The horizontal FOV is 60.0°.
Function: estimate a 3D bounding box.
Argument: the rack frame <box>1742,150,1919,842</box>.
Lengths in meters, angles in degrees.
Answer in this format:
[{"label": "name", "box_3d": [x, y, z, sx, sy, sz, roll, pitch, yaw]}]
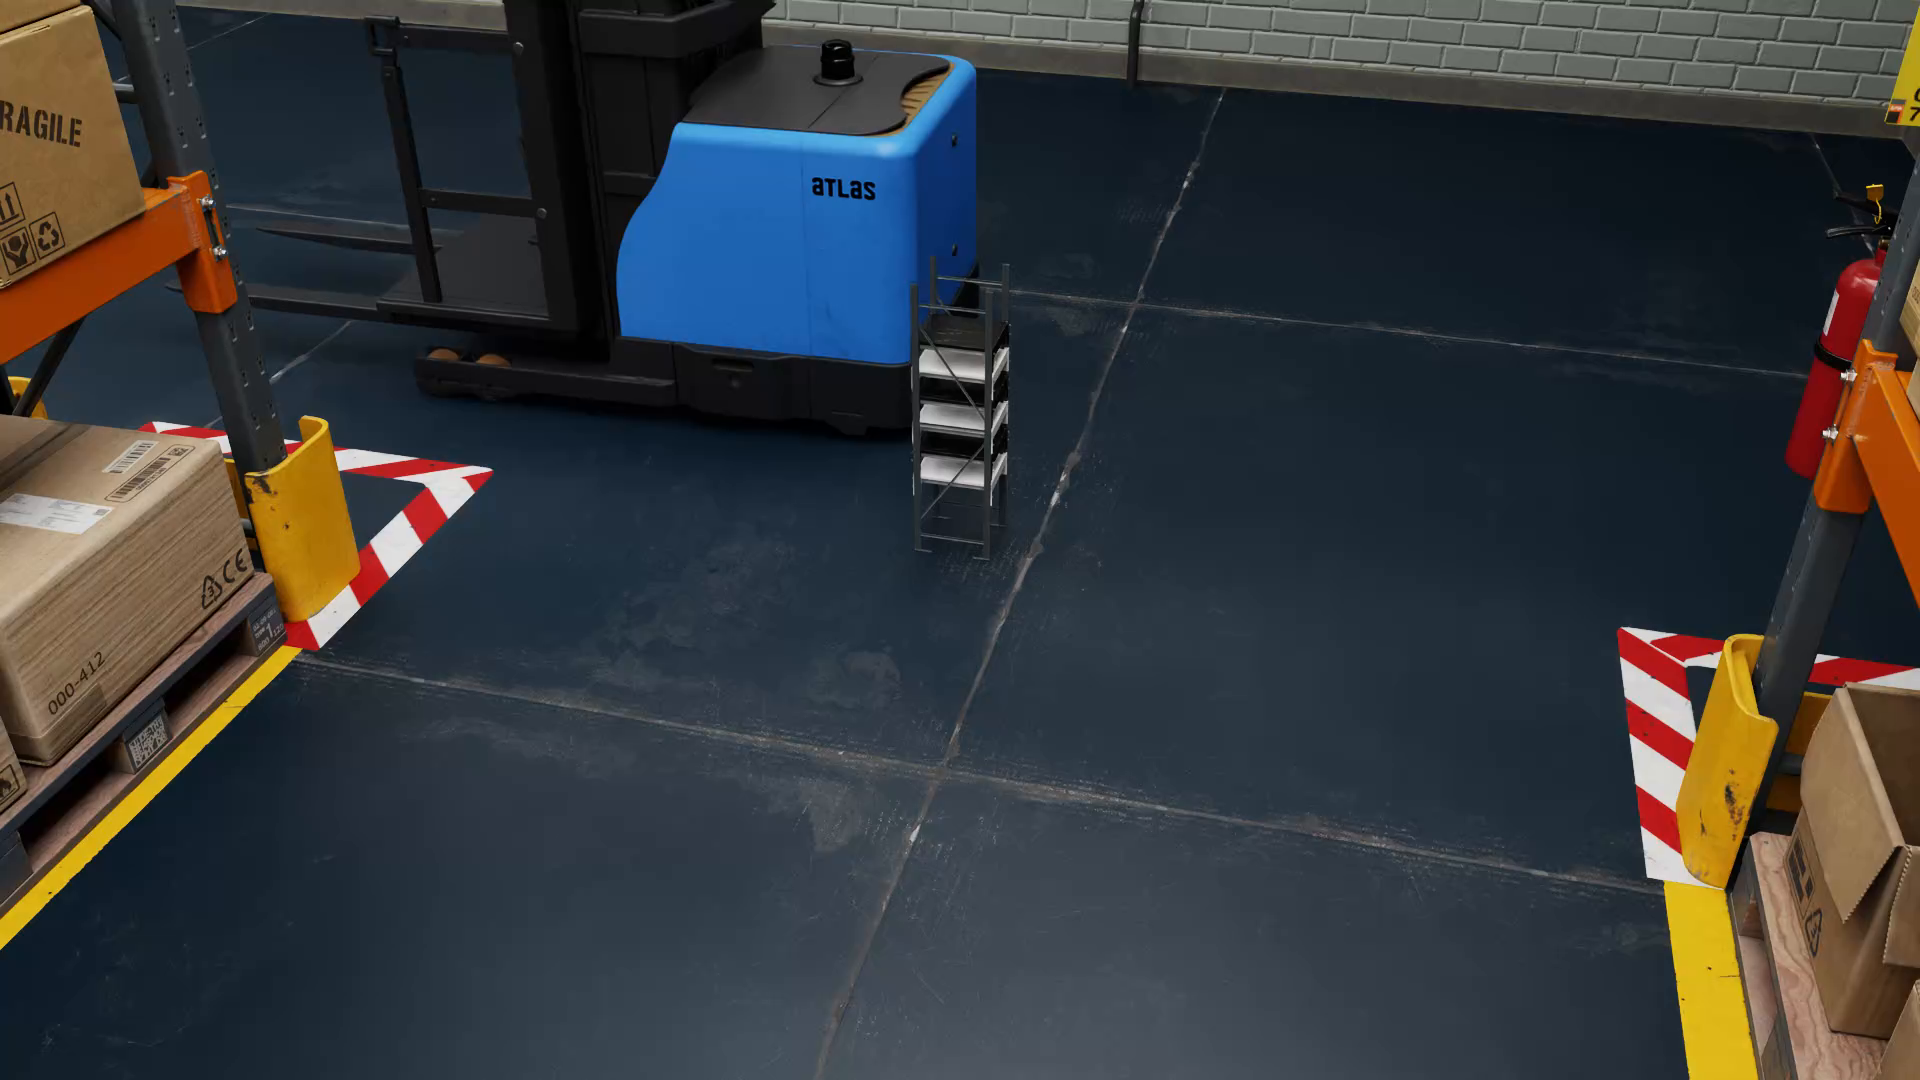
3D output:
[{"label": "rack frame", "box_3d": [2.363, -0.498, 3.238, 1.000, 3.000, 0.127, 8, 33, 12]}]

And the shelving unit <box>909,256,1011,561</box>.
[{"label": "shelving unit", "box_3d": [0.002, -0.384, 5.015, 0.258, 0.900, 0.210, 8, 33, 12]}]

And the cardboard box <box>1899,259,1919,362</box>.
[{"label": "cardboard box", "box_3d": [1.987, -0.362, 2.886, 0.500, 0.250, 0.500, 8, 33, 13]}]

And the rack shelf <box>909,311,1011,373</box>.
[{"label": "rack shelf", "box_3d": [0.002, -0.584, 4.888, 0.258, 0.077, 0.200, 8, 33, 12]}]

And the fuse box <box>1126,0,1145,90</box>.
[{"label": "fuse box", "box_3d": [0.964, -3.196, 8.683, 0.539, 1.711, 0.414, 8, 33, 12]}]

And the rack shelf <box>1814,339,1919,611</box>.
[{"label": "rack shelf", "box_3d": [1.855, 0.843, 1.799, 1.077, 0.370, 4.000, 8, 33, 12]}]

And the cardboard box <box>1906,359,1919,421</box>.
[{"label": "cardboard box", "box_3d": [2.014, -0.259, 3.096, 0.380, 0.149, 0.250, 8, 33, 12]}]

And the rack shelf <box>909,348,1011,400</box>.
[{"label": "rack shelf", "box_3d": [0.002, -0.508, 4.937, 0.258, 0.077, 0.200, 8, 33, 12]}]

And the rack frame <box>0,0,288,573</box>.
[{"label": "rack frame", "box_3d": [-2.439, -1.172, 4.298, 1.000, 3.000, 0.127, 8, 33, 12]}]

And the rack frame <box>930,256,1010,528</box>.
[{"label": "rack frame", "box_3d": [0.028, -0.437, 5.098, 0.240, 0.900, 0.006, 8, 33, 12]}]

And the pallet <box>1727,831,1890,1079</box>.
[{"label": "pallet", "box_3d": [2.142, 1.132, 3.273, 1.003, 0.211, 1.213, 8, 33, 12]}]

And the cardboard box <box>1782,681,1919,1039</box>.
[{"label": "cardboard box", "box_3d": [2.116, 0.682, 3.316, 0.797, 0.503, 0.637, 7, 33, 10]}]

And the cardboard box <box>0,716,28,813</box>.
[{"label": "cardboard box", "box_3d": [-2.734, 0.564, 3.564, 0.875, 0.438, 0.875, 9, 34, 14]}]

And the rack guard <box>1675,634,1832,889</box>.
[{"label": "rack guard", "box_3d": [2.344, 0.596, 3.847, 1.175, 0.500, 0.348, 8, 33, 12]}]

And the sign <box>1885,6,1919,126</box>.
[{"label": "sign", "box_3d": [1.838, -0.938, 3.122, 0.100, 0.325, 0.005, 8, 33, 12]}]

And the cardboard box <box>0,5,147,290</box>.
[{"label": "cardboard box", "box_3d": [-2.306, -0.928, 3.821, 0.500, 0.500, 0.500, 8, 33, 13]}]

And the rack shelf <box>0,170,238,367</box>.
[{"label": "rack shelf", "box_3d": [-2.947, 0.169, 2.859, 1.077, 0.370, 4.000, 8, 33, 12]}]

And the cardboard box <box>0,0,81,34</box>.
[{"label": "cardboard box", "box_3d": [-2.331, -1.354, 3.559, 0.500, 0.500, 0.500, 9, 34, 14]}]

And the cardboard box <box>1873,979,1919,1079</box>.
[{"label": "cardboard box", "box_3d": [1.861, 1.122, 2.628, 0.700, 0.500, 0.500, 9, 34, 14]}]

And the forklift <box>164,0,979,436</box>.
[{"label": "forklift", "box_3d": [-1.500, -2.007, 5.675, 3.031, 2.935, 1.130, 7, 33, 11]}]

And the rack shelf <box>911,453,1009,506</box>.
[{"label": "rack shelf", "box_3d": [0.002, -0.204, 5.130, 0.258, 0.077, 0.200, 8, 33, 12]}]

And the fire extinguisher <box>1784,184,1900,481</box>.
[{"label": "fire extinguisher", "box_3d": [1.953, -0.448, 3.578, 0.296, 0.674, 0.183, 8, 33, 12]}]

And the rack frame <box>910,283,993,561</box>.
[{"label": "rack frame", "box_3d": [-0.024, -0.331, 4.932, 0.240, 0.900, 0.006, 8, 33, 12]}]

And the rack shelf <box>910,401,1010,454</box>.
[{"label": "rack shelf", "box_3d": [0.002, -0.356, 5.033, 0.258, 0.077, 0.200, 8, 33, 12]}]

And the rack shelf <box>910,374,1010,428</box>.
[{"label": "rack shelf", "box_3d": [0.002, -0.432, 4.985, 0.258, 0.077, 0.200, 8, 33, 12]}]

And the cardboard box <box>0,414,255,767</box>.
[{"label": "cardboard box", "box_3d": [-2.510, 0.088, 4.313, 0.875, 0.438, 0.875, 7, 33, 11]}]

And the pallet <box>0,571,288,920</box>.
[{"label": "pallet", "box_3d": [-2.567, 0.430, 4.377, 1.003, 0.211, 1.213, 8, 33, 12]}]

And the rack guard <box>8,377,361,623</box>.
[{"label": "rack guard", "box_3d": [-2.433, -0.130, 4.988, 1.175, 0.500, 0.348, 8, 33, 12]}]

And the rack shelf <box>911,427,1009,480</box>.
[{"label": "rack shelf", "box_3d": [0.002, -0.280, 5.081, 0.258, 0.077, 0.200, 8, 33, 12]}]
